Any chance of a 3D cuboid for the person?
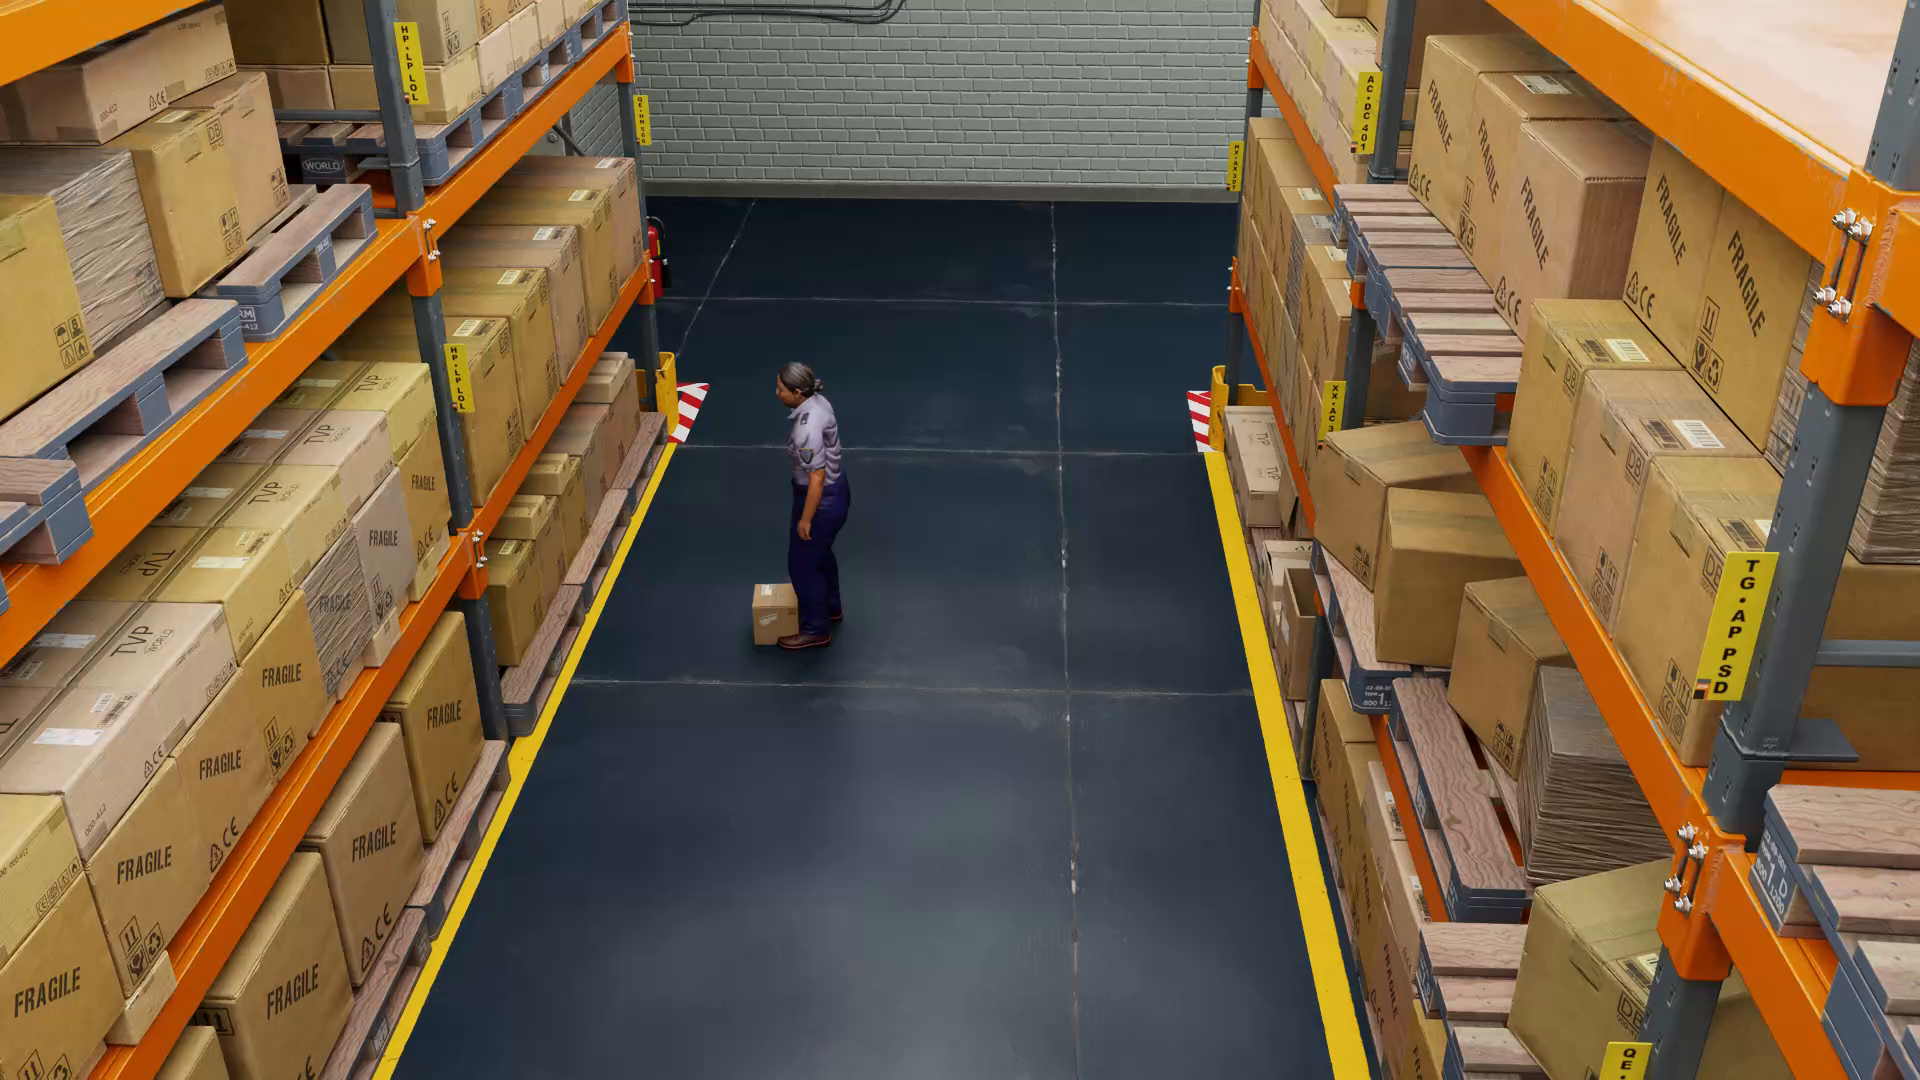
[{"bbox_3d":[-0.809,-0.203,9.009,0.420,1.651,0.537,1,28,1],"label":"person"}]
